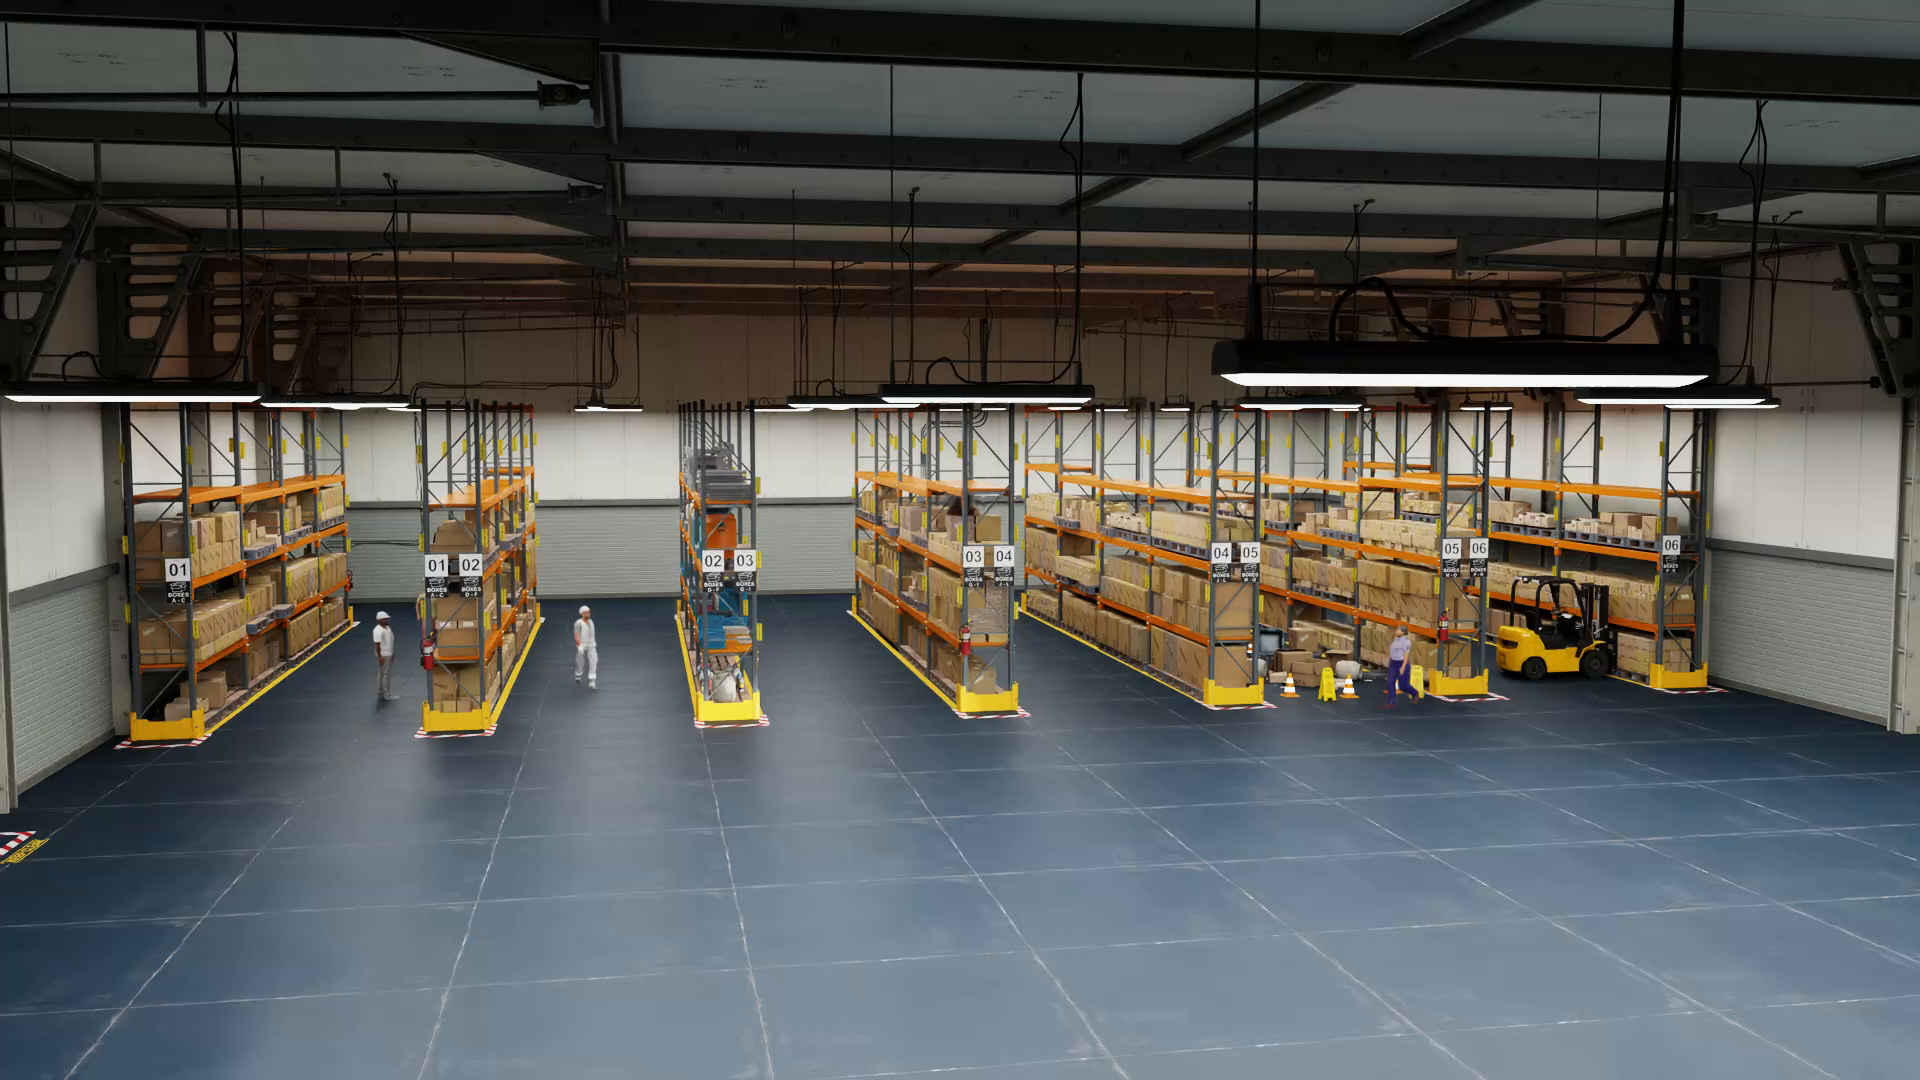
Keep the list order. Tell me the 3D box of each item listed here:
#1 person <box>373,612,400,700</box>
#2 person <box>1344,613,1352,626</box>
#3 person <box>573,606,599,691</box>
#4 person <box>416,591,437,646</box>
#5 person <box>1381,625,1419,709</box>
[{"bbox_3d":[-11.543,2.318,33.440,0.475,1.772,0.579,-2,5,-20],"label":"person"},{"bbox_3d":[10.353,1.606,44.635,0.338,1.503,0.480,0,4,-4],"label":"person"},{"bbox_3d":[-7.809,2.247,34.619,0.485,1.749,1.016,-2,5,-23],"label":"person"},{"bbox_3d":[-12.917,1.877,40.409,0.571,1.672,0.932,-1,4,-10],"label":"person"},{"bbox_3d":[8.581,2.462,32.349,0.719,1.631,0.459,-3,5,-34],"label":"person"}]
